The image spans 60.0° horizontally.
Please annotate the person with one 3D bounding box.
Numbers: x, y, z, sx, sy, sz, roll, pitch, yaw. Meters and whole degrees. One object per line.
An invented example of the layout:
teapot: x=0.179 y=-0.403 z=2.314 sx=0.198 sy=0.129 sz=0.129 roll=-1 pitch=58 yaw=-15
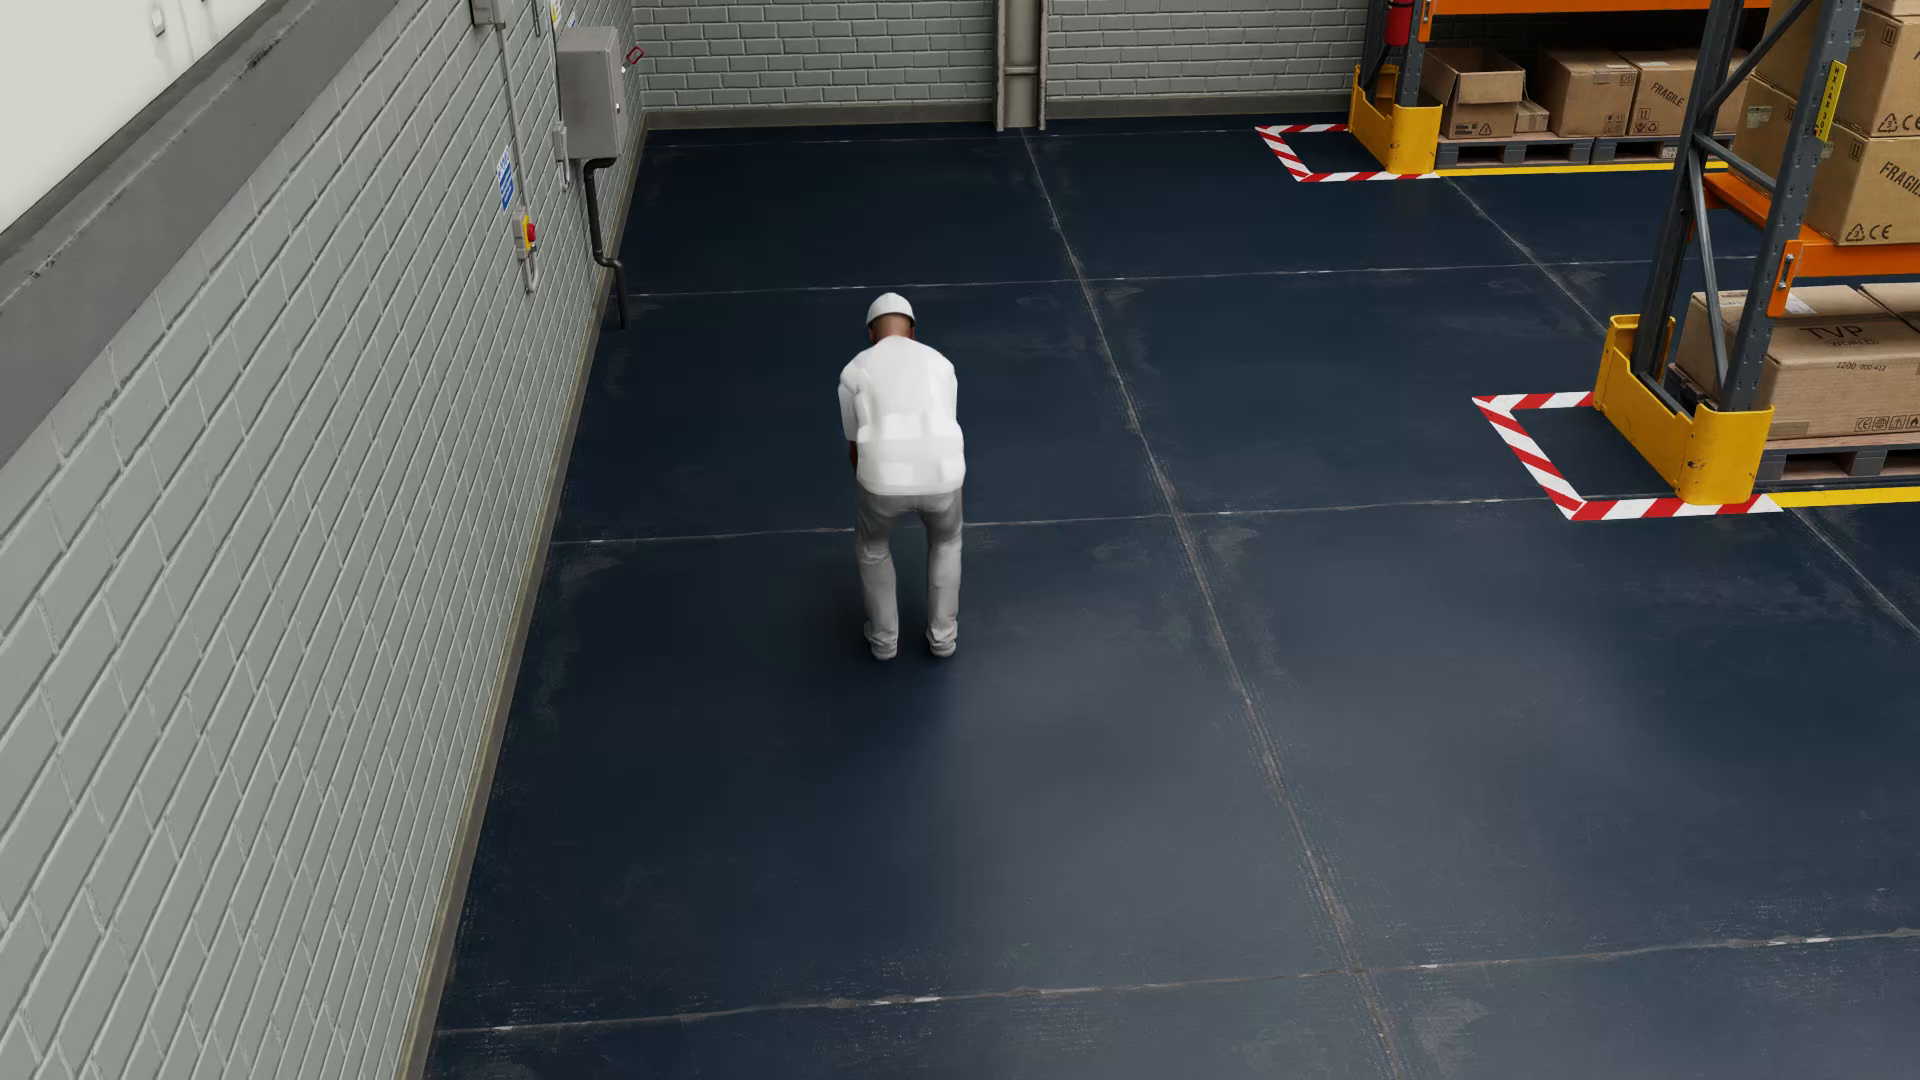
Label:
person: x=-0.245 y=-0.256 z=6.914 sx=0.490 sy=1.376 sz=0.898 roll=-4 pitch=31 yaw=-6
